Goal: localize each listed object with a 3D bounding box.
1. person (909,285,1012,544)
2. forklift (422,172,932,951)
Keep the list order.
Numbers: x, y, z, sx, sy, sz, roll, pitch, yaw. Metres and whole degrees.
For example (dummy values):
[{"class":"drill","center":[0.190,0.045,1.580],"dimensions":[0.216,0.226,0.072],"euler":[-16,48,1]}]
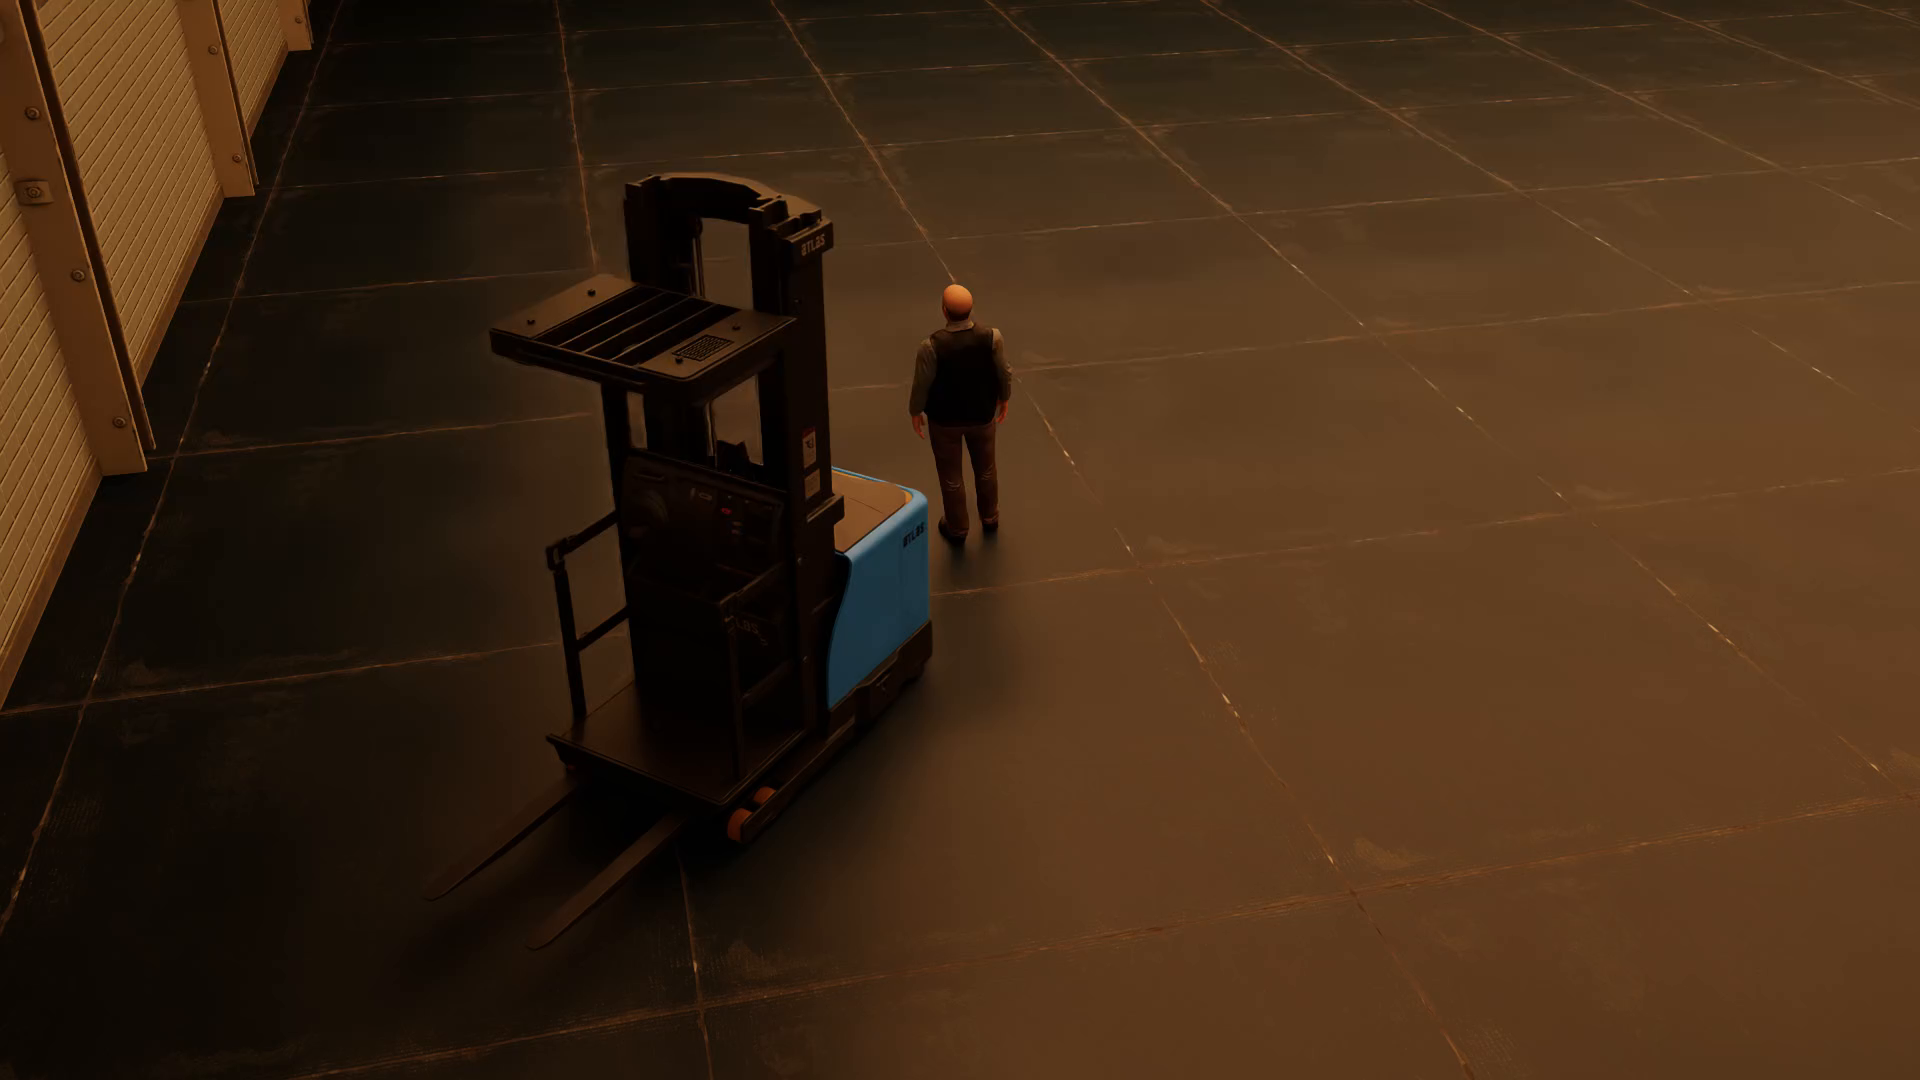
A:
[{"class":"person","center":[-0.008,-0.783,10.120],"dimensions":[0.633,1.722,0.566],"euler":[-7,31,-12]},{"class":"forklift","center":[-1.329,-0.075,7.703],"dimensions":[1.130,2.935,3.031],"euler":[16,34,26]}]
